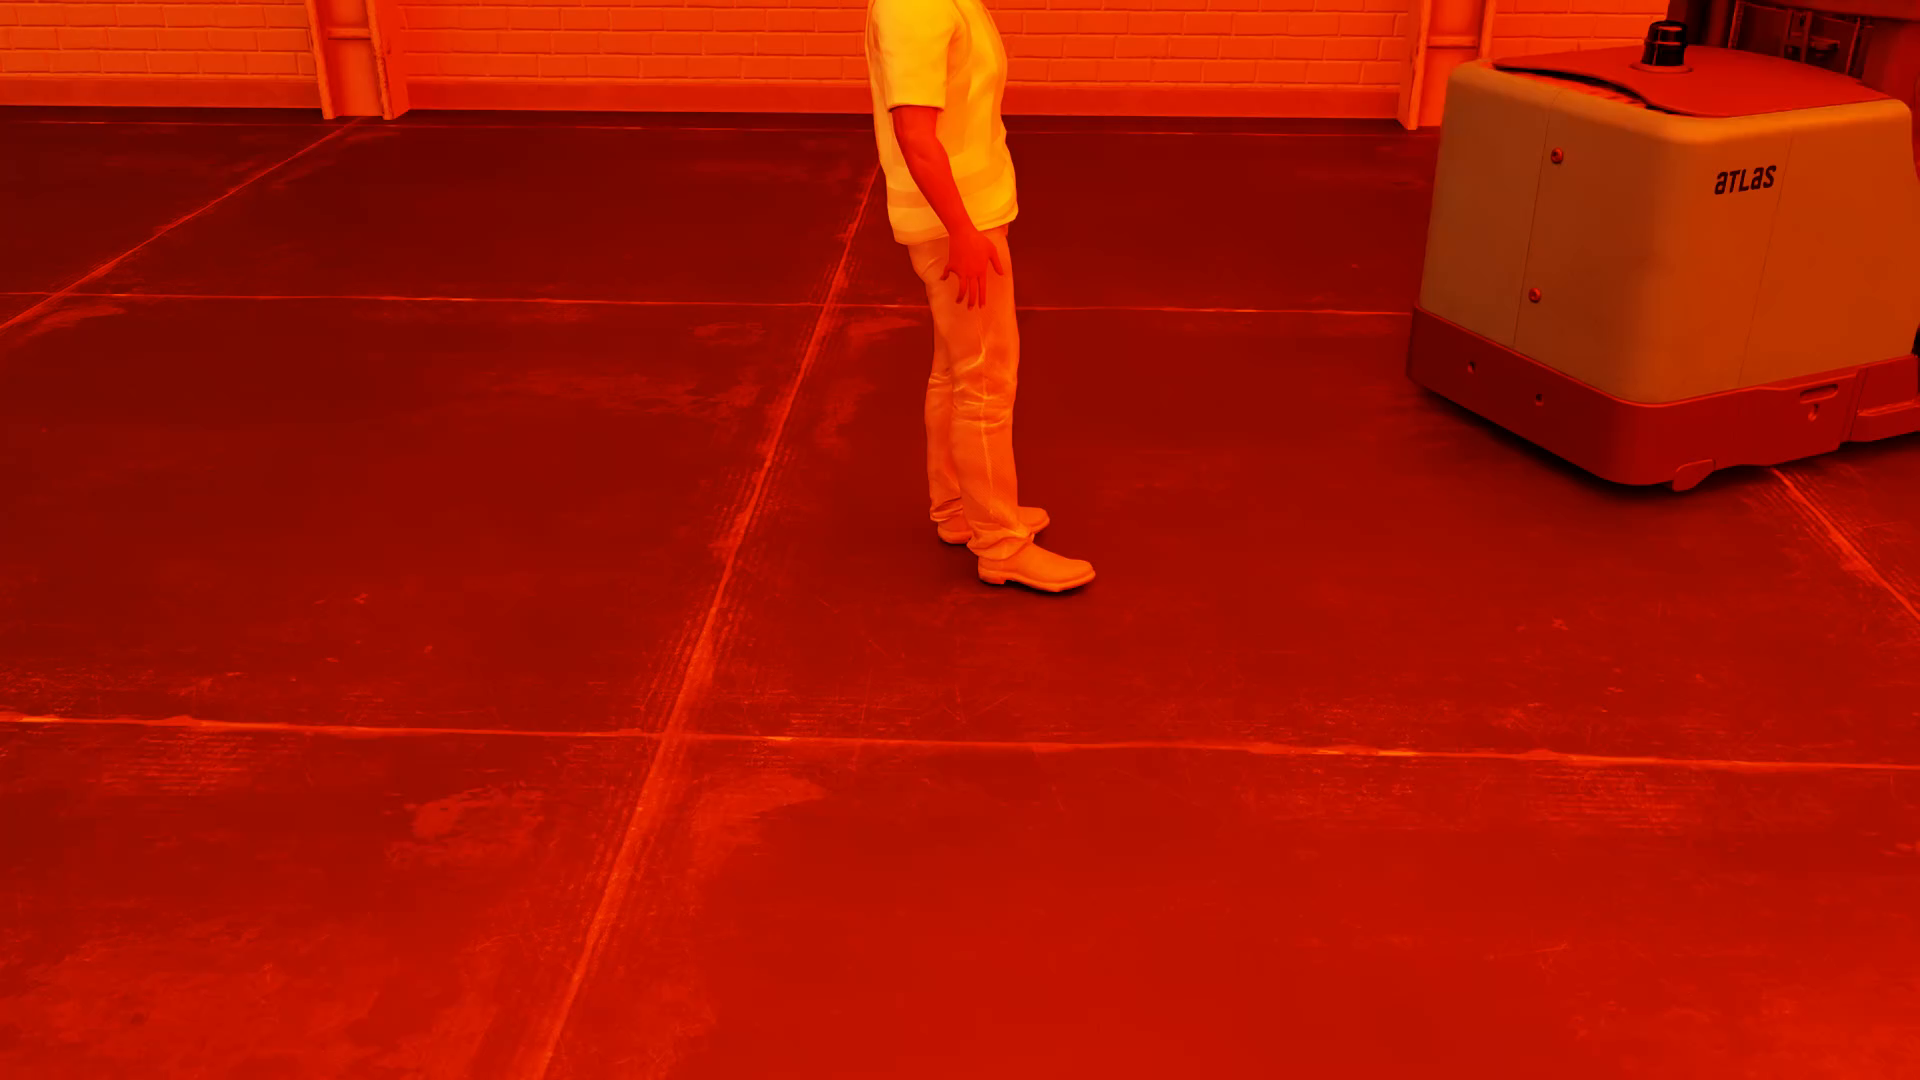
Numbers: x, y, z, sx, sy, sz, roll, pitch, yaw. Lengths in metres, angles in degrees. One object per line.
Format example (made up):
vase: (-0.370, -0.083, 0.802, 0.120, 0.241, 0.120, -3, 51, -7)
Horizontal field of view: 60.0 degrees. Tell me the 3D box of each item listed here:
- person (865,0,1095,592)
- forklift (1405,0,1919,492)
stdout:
person: (0.070, -0.795, 4.120, 0.575, 1.768, 0.665, 1, 26, 2)
forklift: (3.024, -1.871, 5.003, 3.031, 2.935, 1.130, -11, 28, -21)
